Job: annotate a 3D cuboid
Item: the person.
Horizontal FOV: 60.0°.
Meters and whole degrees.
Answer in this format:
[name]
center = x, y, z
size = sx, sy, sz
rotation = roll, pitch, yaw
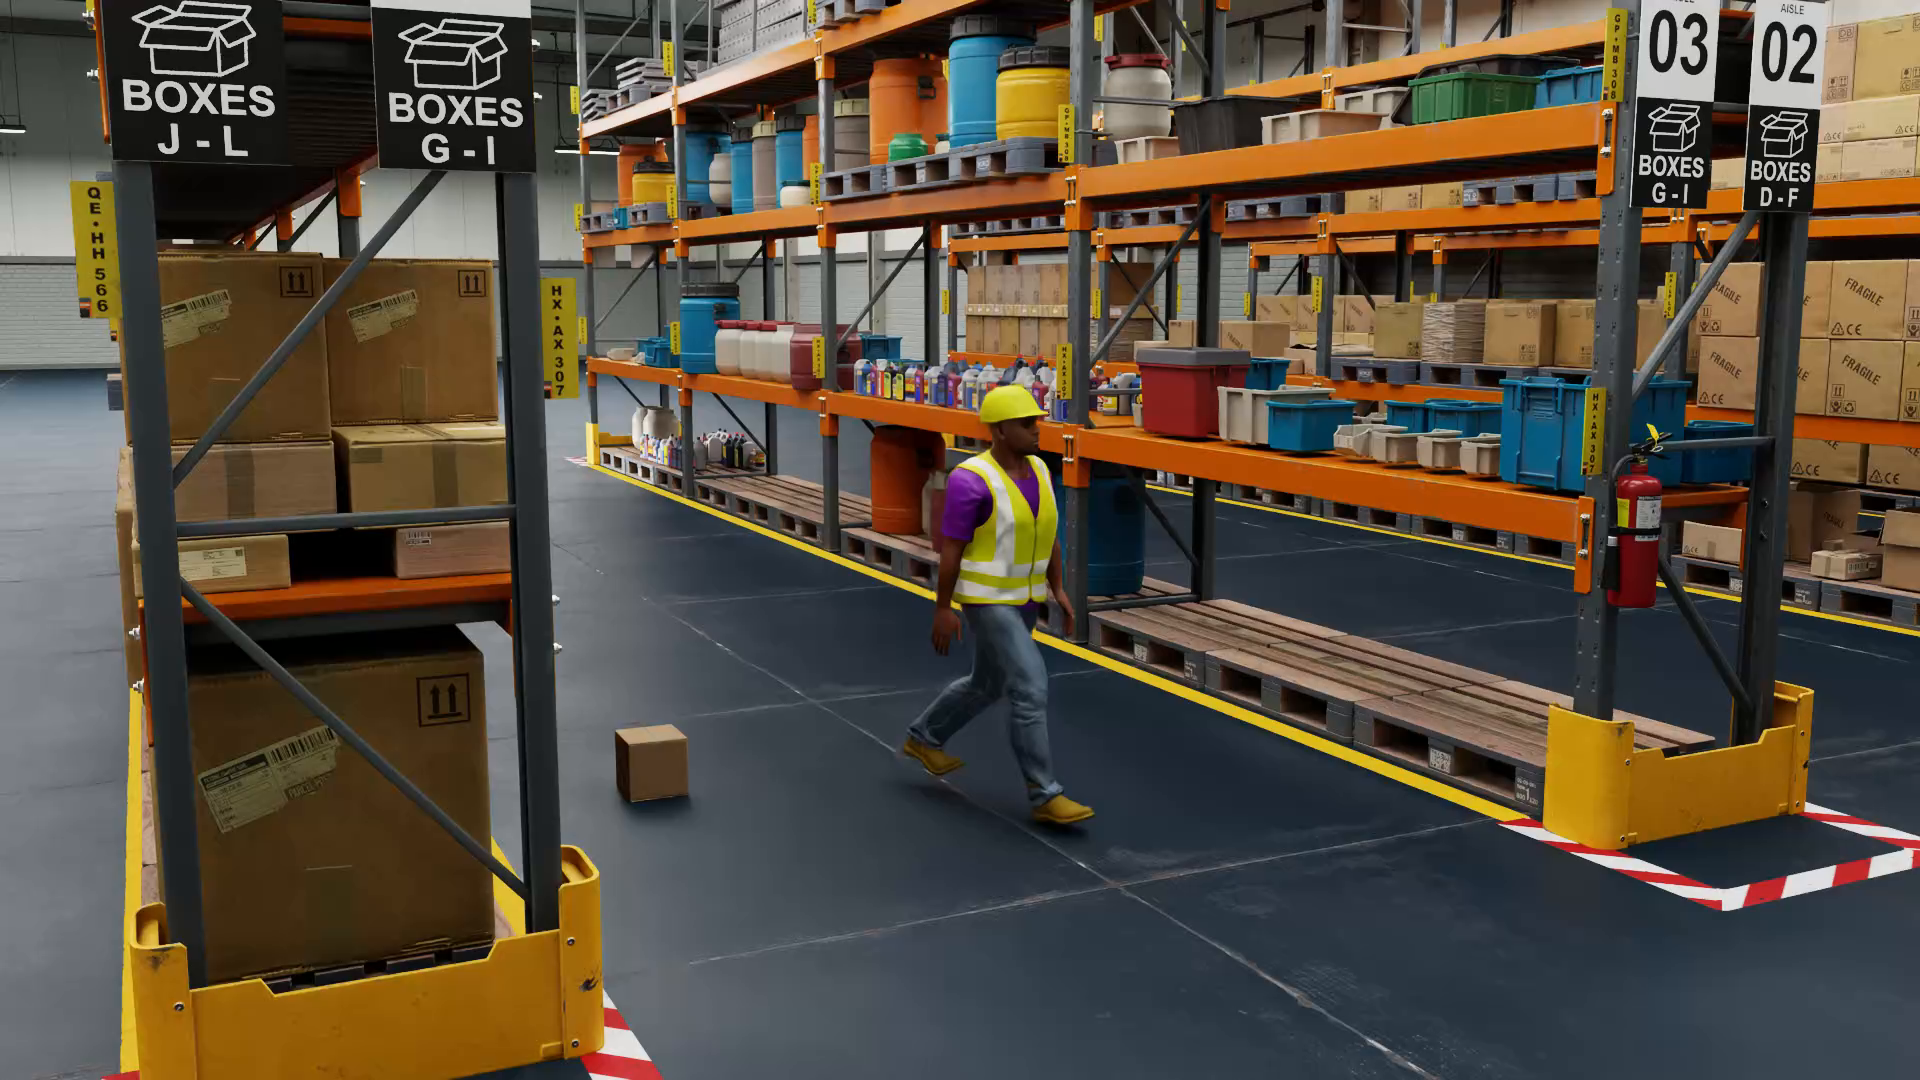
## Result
[person]
center = 0.100, 0.199, 6.776
size = 0.865, 1.665, 0.595
rotation = 6, 11, 37
